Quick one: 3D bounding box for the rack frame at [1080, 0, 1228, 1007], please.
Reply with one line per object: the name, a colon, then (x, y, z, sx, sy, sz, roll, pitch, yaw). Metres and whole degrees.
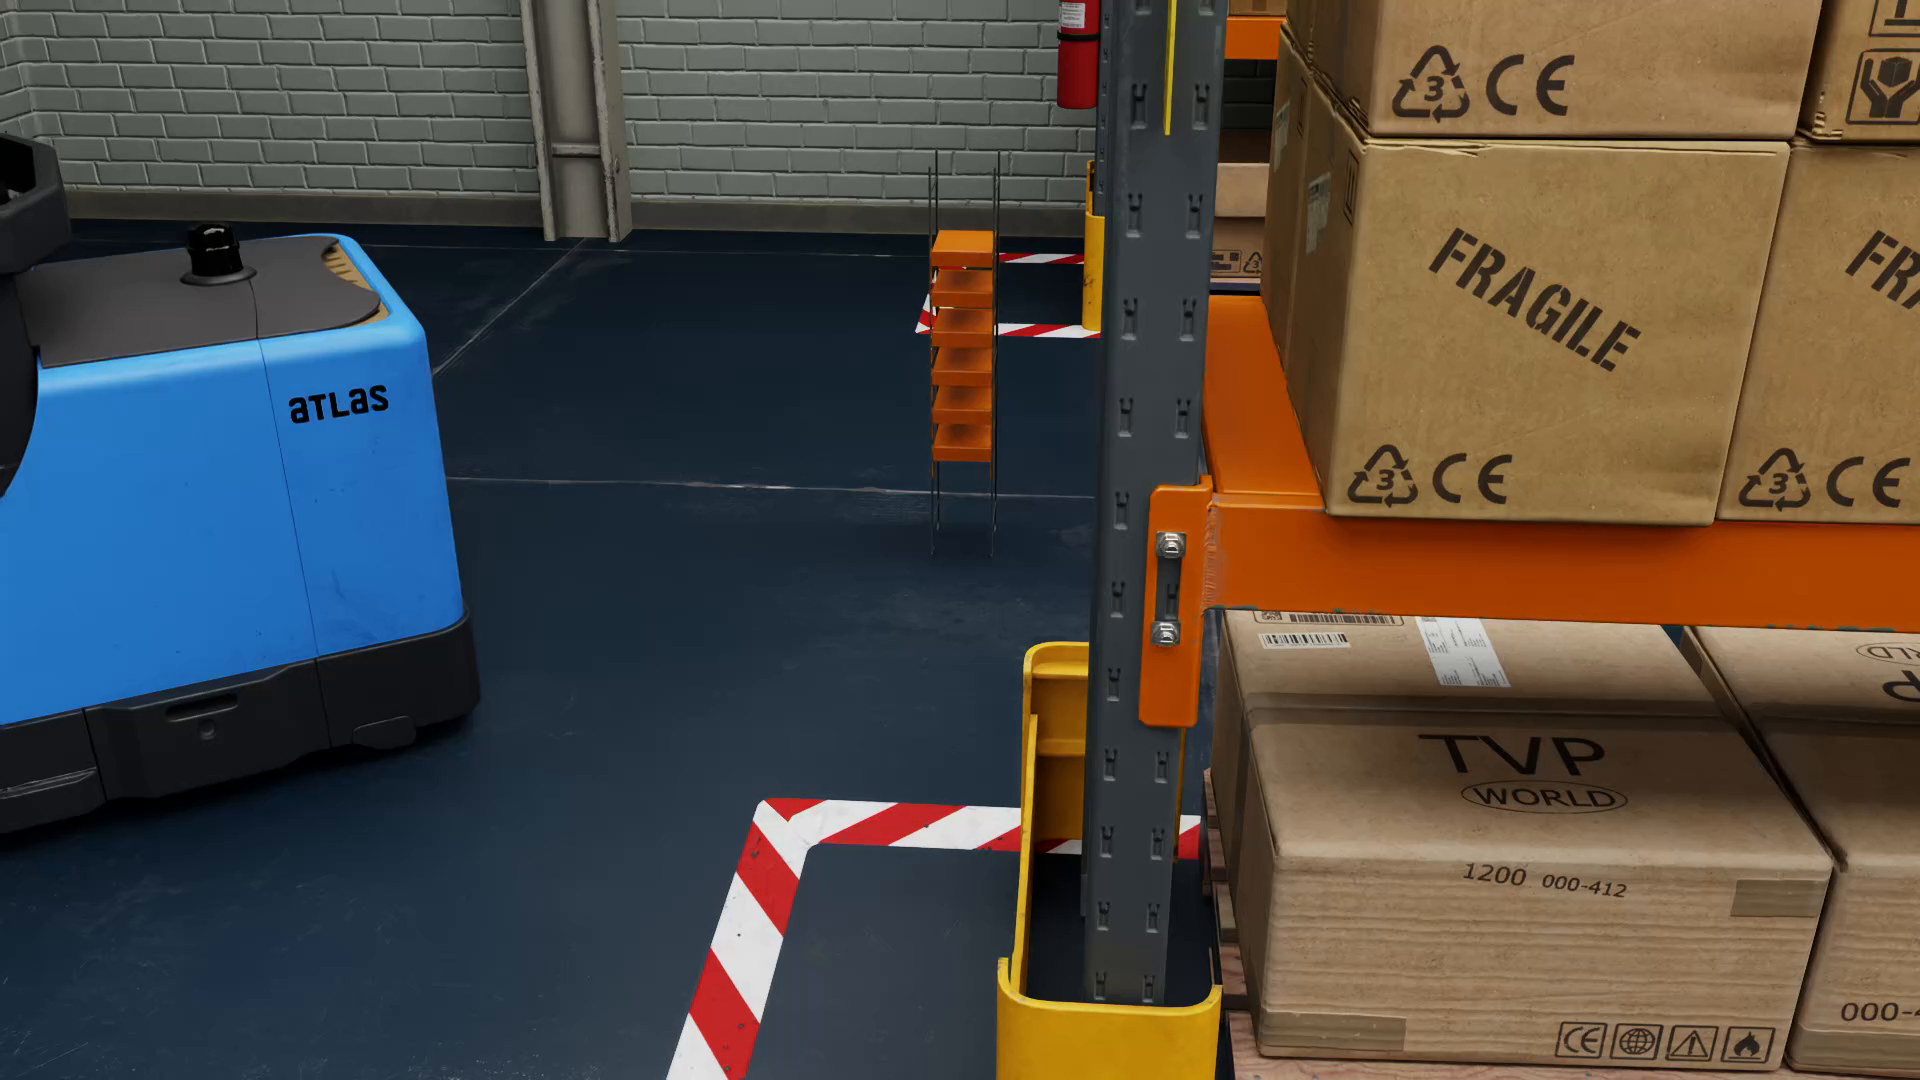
rack frame: (0.295, -0.441, 2.621, 0.127, 3.000, 1.000, 2, 25, 4)

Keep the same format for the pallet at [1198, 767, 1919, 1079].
pallet: (1.098, 0.818, 3.219, 1.213, 0.211, 1.003, 2, 25, 4)

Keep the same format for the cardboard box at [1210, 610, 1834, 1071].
cardboard box: (0.960, 0.511, 3.113, 0.875, 0.438, 0.875, 1, 25, 2)

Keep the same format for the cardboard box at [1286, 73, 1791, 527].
cardboard box: (0.751, -0.352, 2.307, 0.500, 0.500, 0.500, 2, 25, 4)

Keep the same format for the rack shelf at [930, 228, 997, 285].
rack shelf: (0.014, -0.831, 4.866, 0.180, 0.103, 0.258, 2, 25, 4)

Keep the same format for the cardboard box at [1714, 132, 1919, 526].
cardboard box: (1.258, -0.347, 2.297, 0.500, 0.500, 0.500, 1, 25, 3)

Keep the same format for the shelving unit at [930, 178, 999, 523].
shelving unit: (0.016, -0.545, 4.998, 0.183, 1.046, 0.258, 2, 25, 4)

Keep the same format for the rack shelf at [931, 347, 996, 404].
rack shelf: (0.014, -0.504, 5.017, 0.180, 0.103, 0.258, 2, 25, 4)

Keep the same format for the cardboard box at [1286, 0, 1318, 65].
cardboard box: (0.794, -1.025, 2.573, 0.500, 0.500, 0.500, 3, 25, 6)

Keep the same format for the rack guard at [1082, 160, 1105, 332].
rack guard: (0.747, -1.372, 7.634, 0.348, 0.500, 1.175, 2, 25, 4)

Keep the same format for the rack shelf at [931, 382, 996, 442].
rack shelf: (0.014, -0.395, 5.067, 0.180, 0.103, 0.258, 2, 25, 4)

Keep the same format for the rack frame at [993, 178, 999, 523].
rack frame: (0.106, -0.542, 4.993, 0.002, 1.046, 0.228, 2, 25, 4)

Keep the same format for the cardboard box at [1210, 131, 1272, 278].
cardboard box: (1.274, -1.508, 7.423, 0.637, 0.503, 0.797, 1, 25, 2)

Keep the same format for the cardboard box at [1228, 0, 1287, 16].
cardboard box: (1.235, -2.283, 6.923, 0.250, 0.149, 0.380, 2, 25, 5)

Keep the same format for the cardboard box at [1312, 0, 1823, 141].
cardboard box: (0.752, -0.807, 2.100, 0.500, 0.500, 0.500, 1, 25, 3)

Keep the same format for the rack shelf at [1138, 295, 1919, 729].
rack shelf: (2.289, -0.051, 2.632, 4.000, 0.370, 1.077, 2, 25, 4)

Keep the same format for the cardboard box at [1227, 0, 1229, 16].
cardboard box: (0.978, -2.271, 6.898, 0.250, 0.149, 0.380, 2, 25, 4)

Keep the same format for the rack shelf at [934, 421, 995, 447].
rack shelf: (0.014, -0.311, 5.106, 0.171, 0.034, 0.221, 2, 25, 4)

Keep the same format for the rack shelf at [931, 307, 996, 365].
rack shelf: (0.014, -0.613, 4.967, 0.180, 0.103, 0.258, 2, 25, 4)
